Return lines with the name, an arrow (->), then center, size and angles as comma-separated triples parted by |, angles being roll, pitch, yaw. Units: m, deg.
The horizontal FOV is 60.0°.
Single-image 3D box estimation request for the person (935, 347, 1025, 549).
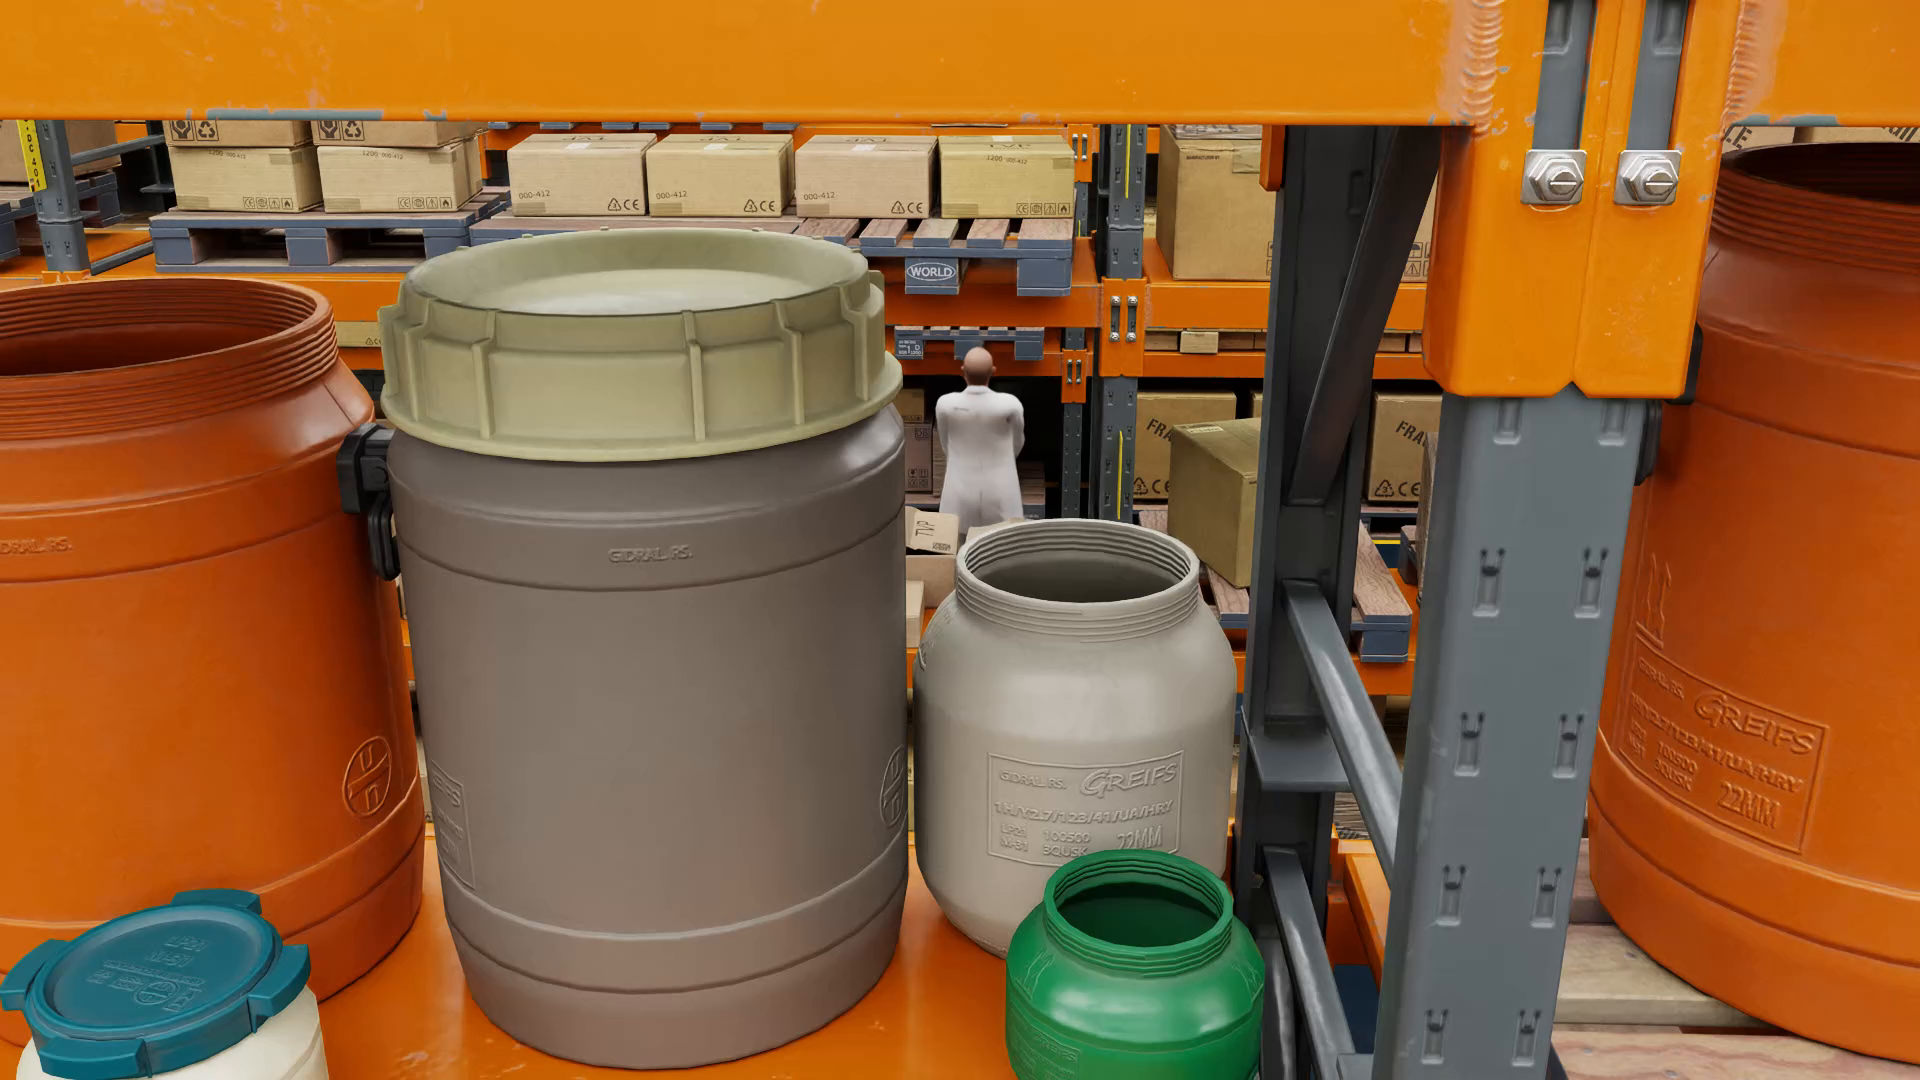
person -> 0.124, -0.325, 9.977 | 0.528, 1.775, 0.548 | 1, 21, 2
